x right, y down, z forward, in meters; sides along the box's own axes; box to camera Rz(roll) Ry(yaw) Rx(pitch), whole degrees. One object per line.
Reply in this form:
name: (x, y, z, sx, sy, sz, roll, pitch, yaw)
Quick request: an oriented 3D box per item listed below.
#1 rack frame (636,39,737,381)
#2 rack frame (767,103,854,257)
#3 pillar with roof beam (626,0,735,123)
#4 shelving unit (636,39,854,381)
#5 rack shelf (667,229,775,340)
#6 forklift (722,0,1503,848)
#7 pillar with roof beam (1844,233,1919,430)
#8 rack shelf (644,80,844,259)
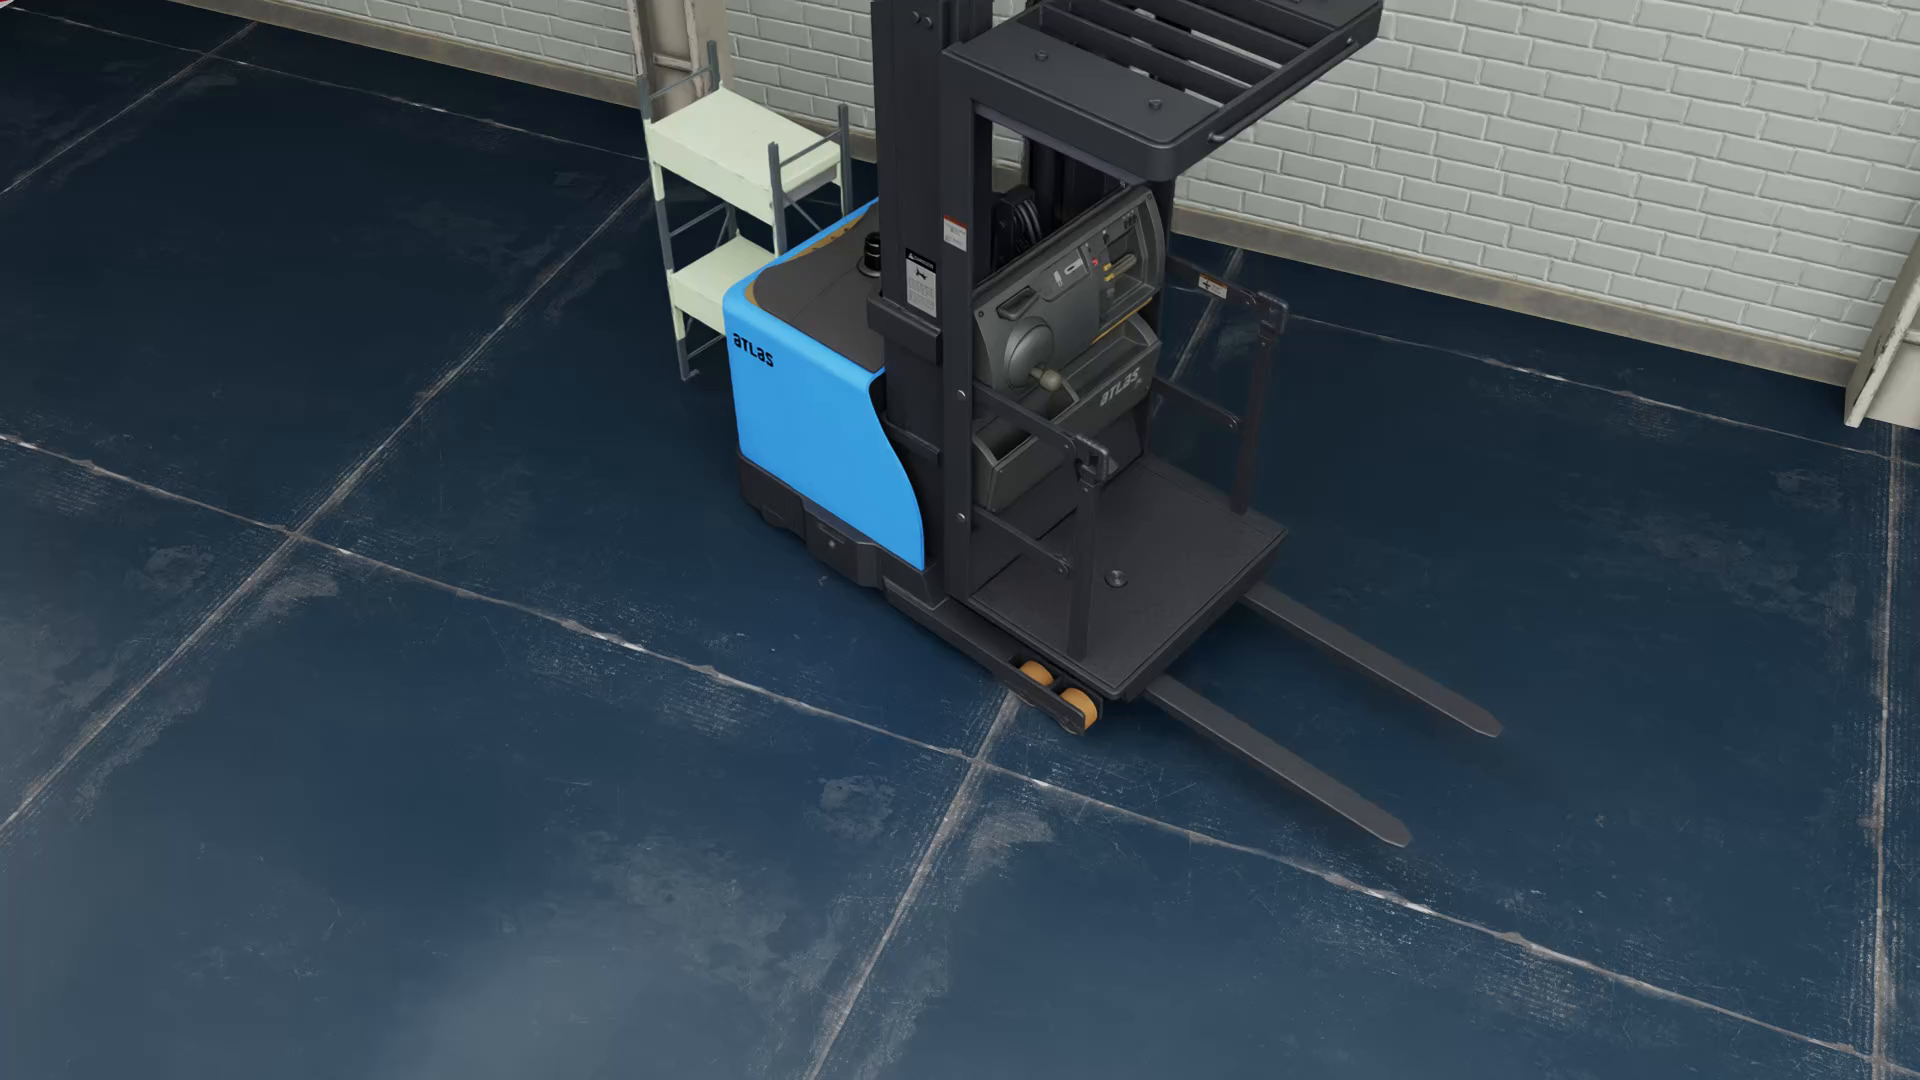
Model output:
rack frame: (-1.112, -1.354, 7.048, 0.023, 1.500, 0.400, 32, 53, 28)
rack frame: (-0.564, -1.012, 6.704, 0.023, 1.500, 0.400, 32, 53, 28)
pillar with roof beam: (-3.094, -2.567, 2.950, 0.400, 9.000, 9.100, 16, 47, 16)
shelving unit: (-0.838, -1.183, 6.876, 0.755, 1.500, 0.431, 32, 53, 28)
rack shelf: (-0.838, -0.952, 7.106, 0.720, 0.370, 0.431, 32, 53, 28)
forklift: (0.536, -0.760, 5.436, 3.031, 2.935, 1.130, 32, 53, 28)
pillar with roof beam: (2.443, -0.938, 1.313, 0.400, 9.000, 9.100, 16, 47, 16)
rack shelf: (-0.838, -1.460, 6.601, 0.720, 0.370, 0.431, 32, 53, 28)
